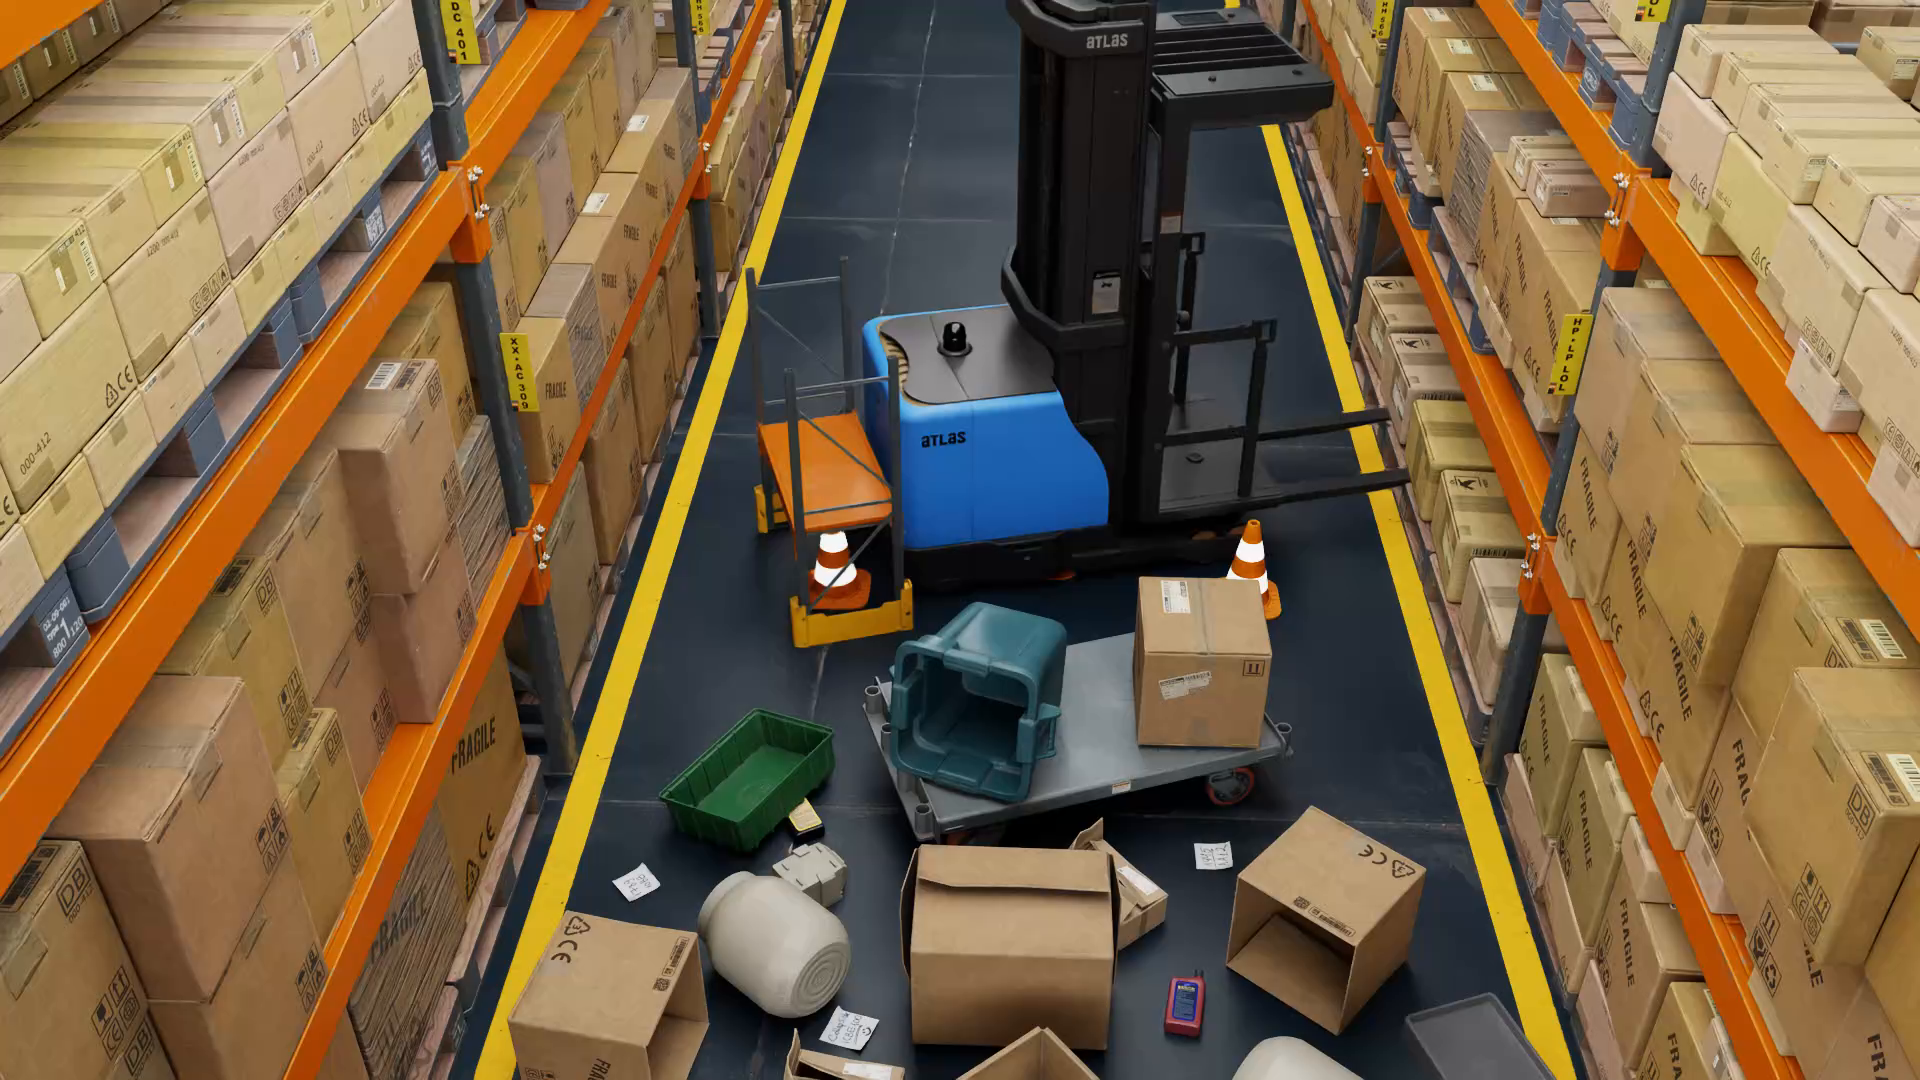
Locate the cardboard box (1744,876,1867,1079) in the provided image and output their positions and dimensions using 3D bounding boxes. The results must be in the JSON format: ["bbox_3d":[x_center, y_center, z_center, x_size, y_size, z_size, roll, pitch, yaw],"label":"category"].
[{"bbox_3d":[2.403,1.056,4.239,0.500,0.500,0.500,1,35,2],"label":"cardboard box"}]

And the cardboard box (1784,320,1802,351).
[{"bbox_3d":[2.473,-0.547,4.475,0.380,0.149,0.250,0,35,0],"label":"cardboard box"}]

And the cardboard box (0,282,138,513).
[{"bbox_3d":[-2.028,-0.298,3.321,0.500,0.250,0.500,1,35,2],"label":"cardboard box"}]

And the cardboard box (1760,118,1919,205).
[{"bbox_3d":[2.391,-1.012,4.443,0.380,0.149,0.250,1,35,2],"label":"cardboard box"}]

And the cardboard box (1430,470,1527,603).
[{"bbox_3d":[2.812,0.002,8.004,0.950,0.372,0.625,3,35,5],"label":"cardboard box"}]

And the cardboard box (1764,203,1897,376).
[{"bbox_3d":[2.433,-0.643,4.265,0.500,0.250,0.500,2,35,2],"label":"cardboard box"}]

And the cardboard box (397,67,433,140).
[{"bbox_3d":[-1.877,-1.363,5.184,0.380,0.149,0.250,1,35,2],"label":"cardboard box"}]

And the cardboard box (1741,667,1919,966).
[{"bbox_3d":[2.356,0.656,3.939,0.700,0.500,0.500,1,35,1],"label":"cardboard box"}]

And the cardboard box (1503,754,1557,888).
[{"bbox_3d":[2.475,1.100,6.549,0.500,0.250,0.500,0,35,0],"label":"cardboard box"}]

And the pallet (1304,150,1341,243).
[{"bbox_3d":[3.088,-2.494,12.061,1.003,0.211,1.213,1,35,2],"label":"pallet"}]

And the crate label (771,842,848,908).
[{"bbox_3d":[-0.608,1.350,6.656,0.298,0.136,0.250,-24,42,-30],"label":"crate label"}]

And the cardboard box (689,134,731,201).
[{"bbox_3d":[-1.751,-2.387,10.640,0.500,0.250,0.500,0,35,0],"label":"cardboard box"}]

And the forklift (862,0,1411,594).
[{"bbox_3d":[1.062,-1.368,8.094,3.031,2.935,1.130,-8,36,-11],"label":"forklift"}]

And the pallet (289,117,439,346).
[{"bbox_3d":[-2.225,-0.964,4.927,1.003,0.211,1.213,1,35,2],"label":"pallet"}]

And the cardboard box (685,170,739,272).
[{"bbox_3d":[-1.738,-2.090,10.870,0.500,0.500,0.500,0,35,0],"label":"cardboard box"}]

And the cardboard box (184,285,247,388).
[{"bbox_3d":[-1.937,-0.486,3.936,0.380,0.149,0.250,1,35,2],"label":"cardboard box"}]

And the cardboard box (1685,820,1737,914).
[{"bbox_3d":[2.392,0.970,4.925,0.380,0.149,0.250,1,35,2],"label":"cardboard box"}]

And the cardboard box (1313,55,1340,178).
[{"bbox_3d":[3.116,-3.208,12.134,0.875,0.875,0.875,2,35,3],"label":"cardboard box"}]

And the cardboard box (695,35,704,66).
[{"bbox_3d":[-1.790,-3.016,10.232,0.380,0.149,0.250,3,35,4],"label":"cardboard box"}]

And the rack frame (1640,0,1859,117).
[{"bbox_3d":[2.768,-2.641,4.627,1.000,3.000,0.127,1,35,2],"label":"rack frame"}]

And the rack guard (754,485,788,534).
[{"bbox_3d":[-0.781,-0.200,8.764,0.587,0.250,0.087,-9,36,-13],"label":"rack guard"}]

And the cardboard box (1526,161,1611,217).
[{"bbox_3d":[2.576,-1.453,6.879,0.380,0.149,0.250,0,35,1],"label":"cardboard box"}]

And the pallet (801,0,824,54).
[{"bbox_3d":[-1.822,-4.787,15.324,1.003,0.211,1.213,1,35,2],"label":"pallet"}]

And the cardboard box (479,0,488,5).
[{"bbox_3d":[-1.892,-2.170,6.332,0.250,0.149,0.380,1,35,2],"label":"cardboard box"}]

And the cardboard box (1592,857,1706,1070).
[{"bbox_3d":[2.443,1.398,5.471,0.500,0.500,0.500,3,35,4],"label":"cardboard box"}]

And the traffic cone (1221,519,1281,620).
[{"bbox_3d":[1.419,0.107,8.141,0.336,0.463,0.334,1,35,2],"label":"traffic cone"}]

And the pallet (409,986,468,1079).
[{"bbox_3d":[-2.337,2.036,5.615,1.003,0.211,1.213,1,35,2],"label":"pallet"}]

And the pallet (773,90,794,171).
[{"bbox_3d":[-1.890,-3.251,13.137,1.003,0.211,1.213,1,35,2],"label":"pallet"}]

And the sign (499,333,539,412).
[{"bbox_3d":[-1.627,-0.617,6.143,0.100,0.325,0.005,1,35,2],"label":"sign"}]

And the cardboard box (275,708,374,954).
[{"bbox_3d":[-2.244,0.839,4.763,0.875,0.550,0.500,1,35,2],"label":"cardboard box"}]

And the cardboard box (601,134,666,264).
[{"bbox_3d":[-1.812,-1.743,8.480,0.500,0.500,0.500,1,35,1],"label":"cardboard box"}]

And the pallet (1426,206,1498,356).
[{"bbox_3d":[2.890,-1.268,8.058,1.003,0.211,1.213,1,35,2],"label":"pallet"}]

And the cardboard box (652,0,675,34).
[{"bbox_3d":[-1.809,-3.117,9.858,0.380,0.149,0.250,1,35,2],"label":"cardboard box"}]

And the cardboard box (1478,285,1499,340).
[{"bbox_3d":[2.523,-1.004,7.369,0.380,0.149,0.250,2,35,2],"label":"cardboard box"}]

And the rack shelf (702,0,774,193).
[{"bbox_3d":[-1.941,-3.395,11.544,1.077,0.370,4.000,1,35,2],"label":"rack shelf"}]

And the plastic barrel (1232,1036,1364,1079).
[{"bbox_3d":[1.178,1.944,5.561,0.512,0.421,0.421,28,44,33],"label":"plastic barrel"}]

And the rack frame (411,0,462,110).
[{"bbox_3d":[-2.182,-2.697,4.707,1.000,3.000,0.127,1,35,2],"label":"rack frame"}]

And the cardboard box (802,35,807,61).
[{"bbox_3d":[-1.514,-4.199,14.176,0.380,0.149,0.250,2,35,3],"label":"cardboard box"}]

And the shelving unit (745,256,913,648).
[{"bbox_3d":[-0.649,-0.436,8.011,0.587,1.500,1.083,-9,36,-13],"label":"shelving unit"}]

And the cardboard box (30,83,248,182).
[{"bbox_3d":[-1.929,-0.963,3.922,0.380,0.149,0.250,1,35,1],"label":"cardboard box"}]

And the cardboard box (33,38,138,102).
[{"bbox_3d":[-2.500,-1.178,4.575,0.500,0.250,0.500,1,35,2],"label":"cardboard box"}]

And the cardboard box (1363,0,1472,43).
[{"bbox_3d":[2.688,-3.238,9.737,0.500,0.500,0.500,0,35,1],"label":"cardboard box"}]

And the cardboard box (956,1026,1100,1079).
[{"bbox_3d":[0.149,2.066,5.319,0.797,0.503,0.637,-24,42,-30],"label":"cardboard box"}]

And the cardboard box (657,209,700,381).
[{"bbox_3d":[-2.135,-1.444,9.733,1.050,0.750,0.750,1,35,1],"label":"cardboard box"}]

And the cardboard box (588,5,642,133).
[{"bbox_3d":[-2.068,-2.442,8.606,0.700,0.500,0.500,1,35,1],"label":"cardboard box"}]

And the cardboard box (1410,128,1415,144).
[{"bbox_3d":[2.685,-2.209,9.084,0.380,0.149,0.250,-1,35,-1],"label":"cardboard box"}]

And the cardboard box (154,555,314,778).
[{"bbox_3d":[-2.309,0.396,4.454,0.875,0.550,0.500,1,35,2],"label":"cardboard box"}]

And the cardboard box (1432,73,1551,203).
[{"bbox_3d":[2.651,-1.961,8.166,0.500,0.500,0.500,2,35,3],"label":"cardboard box"}]

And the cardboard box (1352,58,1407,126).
[{"bbox_3d":[2.690,-2.720,10.087,0.500,0.250,0.500,0,35,0],"label":"cardboard box"}]

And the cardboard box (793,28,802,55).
[{"bbox_3d":[-1.526,-4.167,13.871,0.380,0.149,0.250,3,35,4],"label":"cardboard box"}]

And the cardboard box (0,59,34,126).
[{"bbox_3d":[-2.575,-1.119,4.143,0.380,0.149,0.250,2,35,2],"label":"cardboard box"}]
